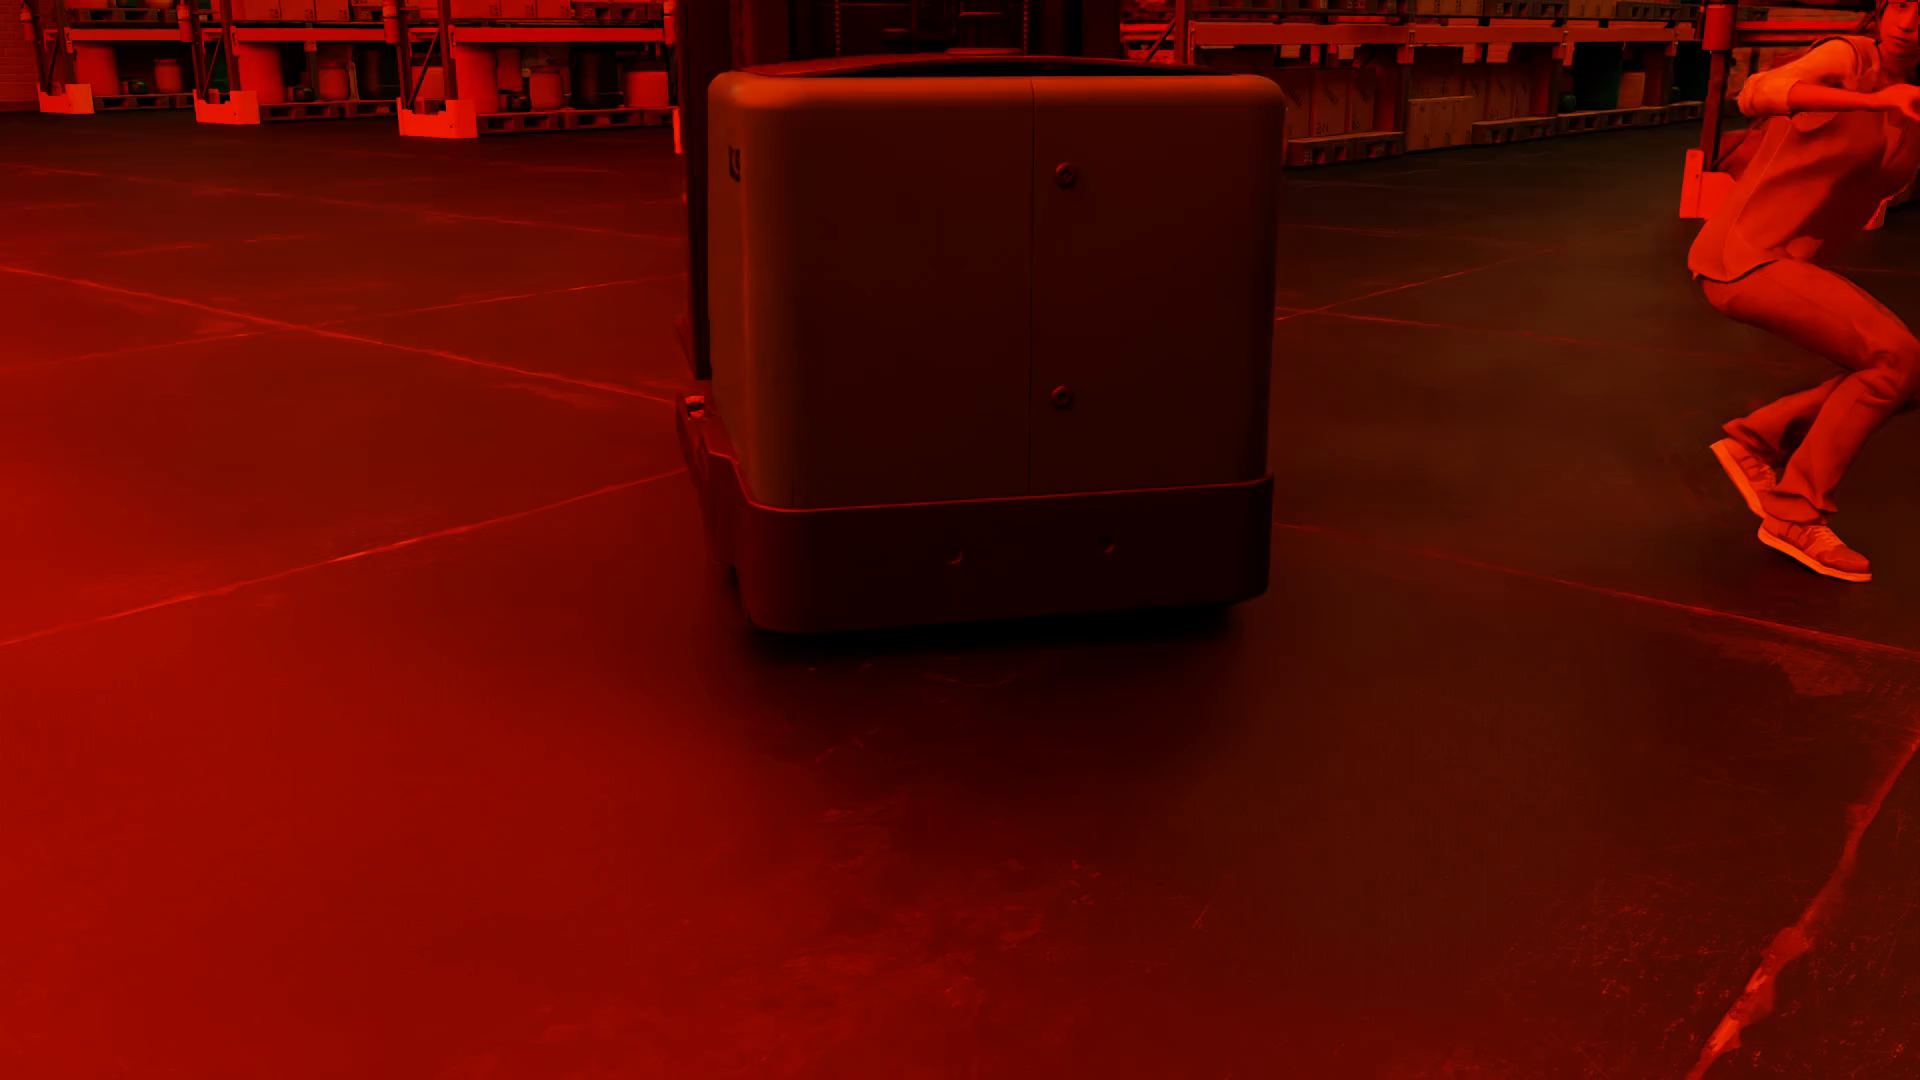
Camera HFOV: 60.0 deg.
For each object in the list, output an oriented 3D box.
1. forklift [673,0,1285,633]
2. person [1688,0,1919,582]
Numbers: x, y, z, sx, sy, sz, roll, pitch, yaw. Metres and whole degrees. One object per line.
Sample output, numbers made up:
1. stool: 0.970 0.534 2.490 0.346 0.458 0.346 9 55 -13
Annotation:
1. forklift: -0.201 -1.614 4.214 1.130 2.935 3.031 -4 17 -12
2. person: 2.019 -0.585 3.589 0.680 1.331 0.882 -14 22 -38
